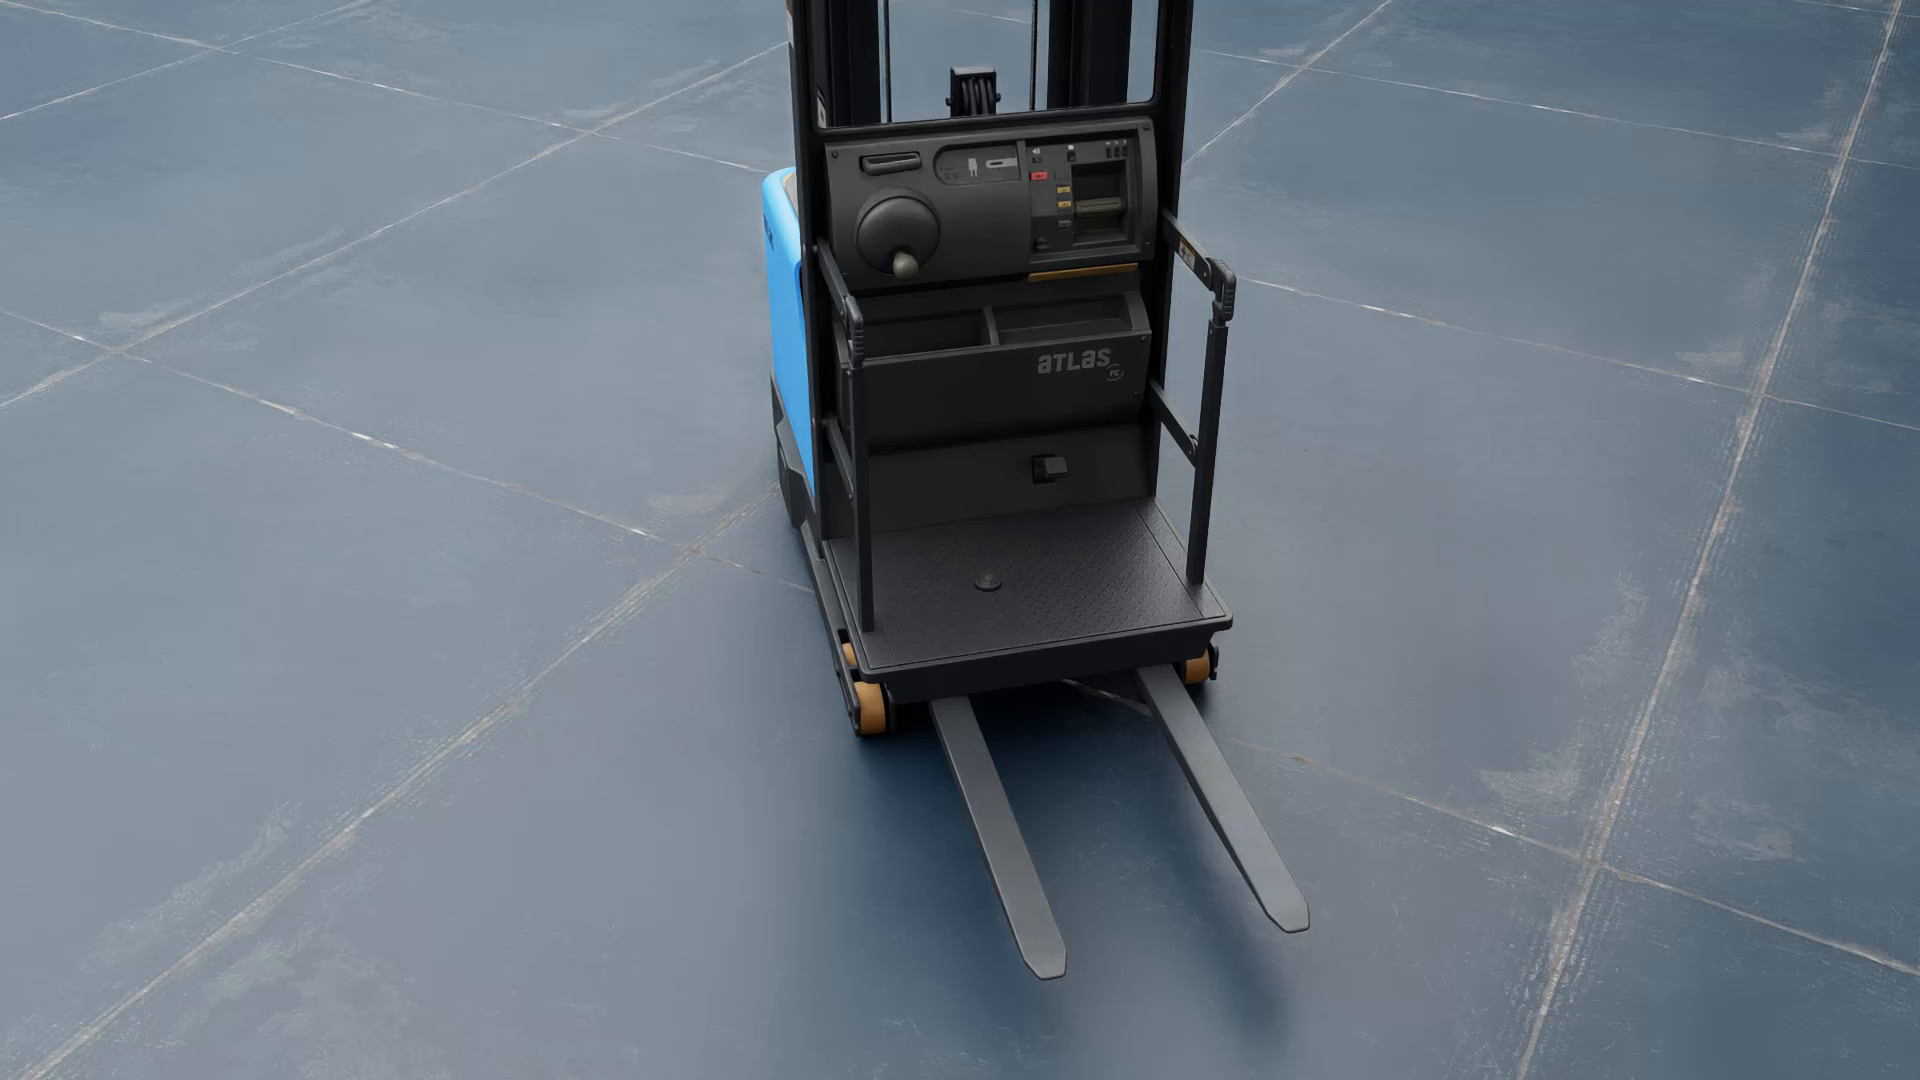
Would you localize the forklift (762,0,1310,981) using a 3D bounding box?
[{"bbox_3d":[0.150,-0.881,4.428,1.130,2.935,3.031,-8,34,-11],"label":"forklift"}]
